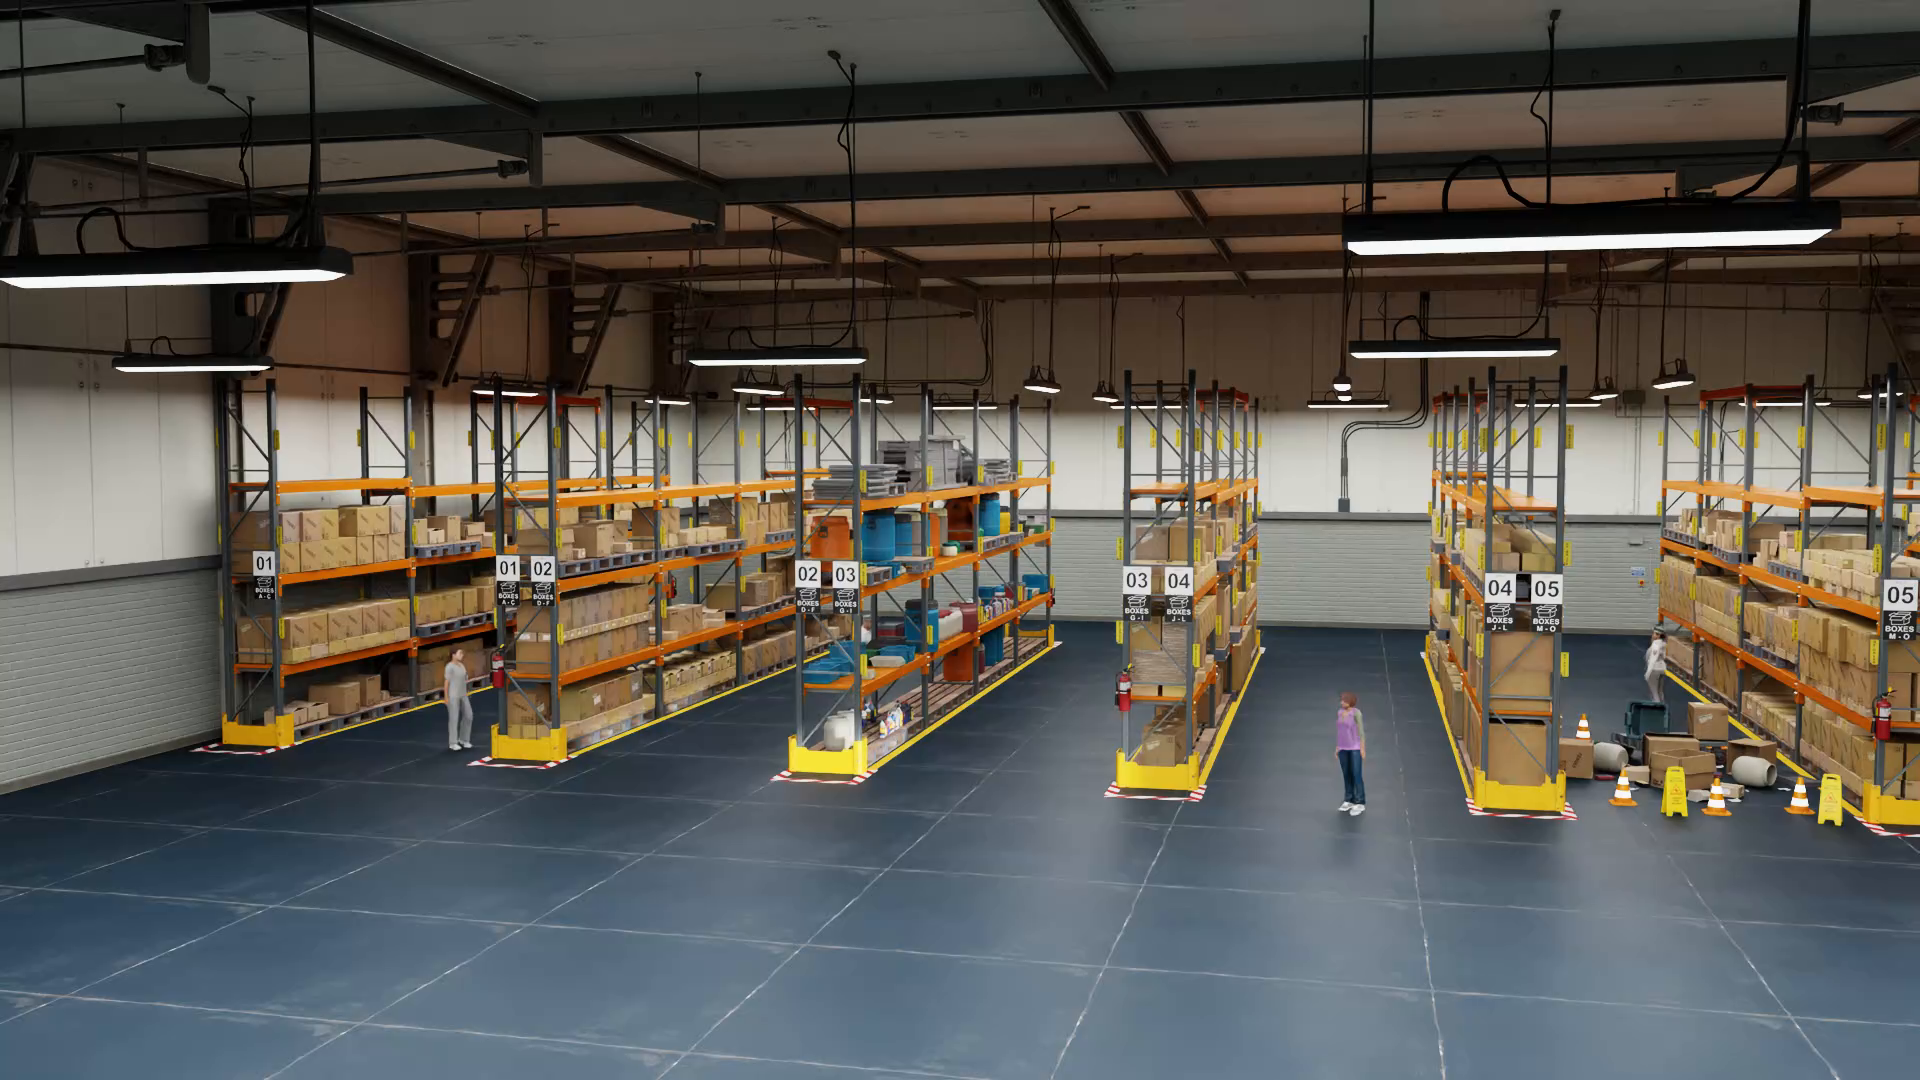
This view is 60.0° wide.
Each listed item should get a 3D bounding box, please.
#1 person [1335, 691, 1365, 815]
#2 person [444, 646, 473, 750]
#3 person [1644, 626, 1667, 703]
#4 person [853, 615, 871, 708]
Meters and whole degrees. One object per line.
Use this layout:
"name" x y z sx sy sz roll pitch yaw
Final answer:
"person" 5.257 2.862 22.450 0.387 1.598 0.507 -3 4 -36
"person" -8.172 2.572 27.010 0.358 1.714 0.528 2 4 24
"person" 12.468 2.373 29.877 0.542 1.683 0.438 -2 4 -34
"person" -1.754 2.267 30.915 0.447 1.769 0.558 2 4 28
